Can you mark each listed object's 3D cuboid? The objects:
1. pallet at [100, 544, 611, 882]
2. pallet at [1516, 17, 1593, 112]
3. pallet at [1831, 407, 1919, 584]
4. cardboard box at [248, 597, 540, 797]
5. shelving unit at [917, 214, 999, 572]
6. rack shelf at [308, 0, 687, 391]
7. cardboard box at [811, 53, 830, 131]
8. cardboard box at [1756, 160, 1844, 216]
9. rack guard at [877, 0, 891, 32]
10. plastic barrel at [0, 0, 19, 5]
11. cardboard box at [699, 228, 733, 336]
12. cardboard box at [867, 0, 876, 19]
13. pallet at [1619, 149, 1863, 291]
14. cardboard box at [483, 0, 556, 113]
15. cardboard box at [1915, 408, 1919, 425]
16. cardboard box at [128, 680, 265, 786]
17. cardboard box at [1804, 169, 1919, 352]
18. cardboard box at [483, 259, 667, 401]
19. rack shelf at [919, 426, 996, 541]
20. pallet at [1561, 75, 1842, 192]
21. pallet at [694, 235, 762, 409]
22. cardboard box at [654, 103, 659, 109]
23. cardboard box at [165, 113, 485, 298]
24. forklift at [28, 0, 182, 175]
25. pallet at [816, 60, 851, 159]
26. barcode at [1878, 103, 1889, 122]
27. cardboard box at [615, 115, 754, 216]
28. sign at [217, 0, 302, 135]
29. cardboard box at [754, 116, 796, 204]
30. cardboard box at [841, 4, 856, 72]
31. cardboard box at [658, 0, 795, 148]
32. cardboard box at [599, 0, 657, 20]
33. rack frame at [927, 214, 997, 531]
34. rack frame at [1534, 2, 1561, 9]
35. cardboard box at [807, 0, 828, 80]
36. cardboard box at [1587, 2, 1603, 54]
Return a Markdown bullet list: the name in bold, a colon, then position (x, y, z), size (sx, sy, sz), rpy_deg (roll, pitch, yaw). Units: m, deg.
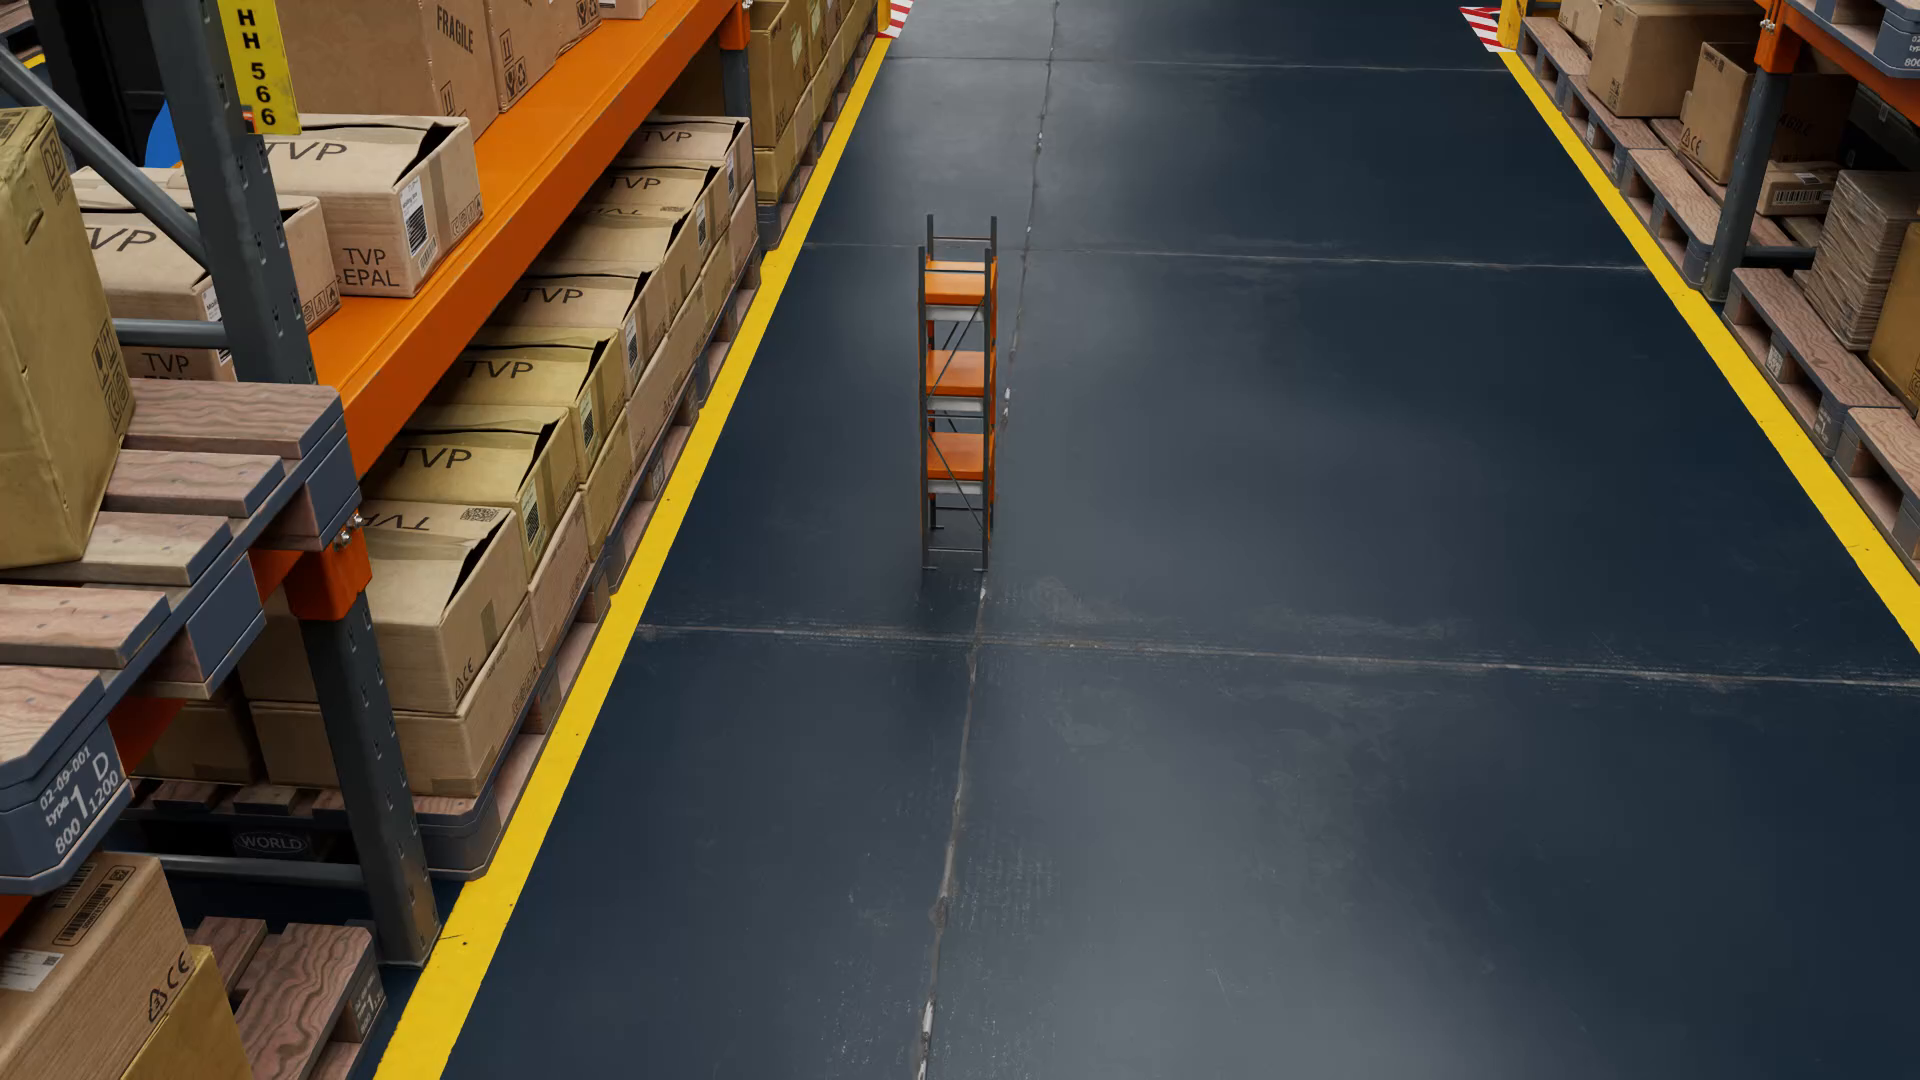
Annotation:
- **pallet**: position (-1.580, 0.384, 4.425), size (1.003, 0.211, 1.213), rpy_deg (2, 32, 4)
- **pallet**: position (3.795, -2.697, 9.426), size (1.003, 0.211, 1.213), rpy_deg (2, 32, 4)
- **pallet**: position (3.418, -0.022, 5.084), size (1.003, 0.211, 1.213), rpy_deg (2, 32, 4)
- **cardboard box**: position (-1.351, 0.357, 4.033), size (0.500, 0.250, 0.500), rpy_deg (2, 32, 4)
- **shelving unit**: position (-0.004, -0.419, 4.929), size (0.215, 1.050, 0.252), rpy_deg (2, 32, 4)
- **rack shelf**: position (-1.523, -1.197, 4.832), size (0.919, 0.124, 3.809), rpy_deg (2, 32, 4)
- **cardboard box**: position (-0.929, -2.226, 8.223), size (0.500, 0.250, 0.500), rpy_deg (2, 32, 4)
- **cardboard box**: position (3.591, -1.518, 7.135), size (0.380, 0.166, 0.250), rpy_deg (-2, 32, -2)
- **rack guard**: position (-1.033, -3.505, 10.462), size (1.175, 0.500, 0.348), rpy_deg (2, 32, 4)
- **plastic barrel**: position (-5.949, -3.543, 10.111), size (0.421, 0.512, 0.421), rpy_deg (0, 32, 0)
- **cardboard box**: position (-1.148, -0.980, 6.202), size (0.500, 0.250, 0.500), rpy_deg (2, 32, 3)
- **cardboard box**: position (-0.784, -3.272, 9.921), size (0.500, 0.250, 0.500), rpy_deg (2, 32, 4)
- **pallet**: position (3.596, -1.421, 7.355), size (1.003, 0.211, 1.213), rpy_deg (2, 32, 4)
- **cardboard box**: position (-1.523, -1.570, 4.843), size (0.500, 0.500, 0.500), rpy_deg (3, 32, 4)
- **cardboard box**: position (3.460, -0.456, 5.094), size (0.700, 0.500, 0.500), rpy_deg (3, 32, 5)
- **cardboard box**: position (-1.886, 0.332, 4.072), size (0.500, 0.250, 0.500), rpy_deg (3, 32, 5)
- **cardboard box**: position (3.534, -0.993, 5.966), size (0.700, 0.500, 0.500), rpy_deg (3, 32, 6)
- **cardboard box**: position (-1.231, -0.693, 5.201), size (0.500, 0.311, 0.500), rpy_deg (2, 32, 3)
- **rack shelf**: position (-0.004, -0.173, 5.081), size (0.215, 0.259, 0.240), rpy_deg (2, 32, 4)
- **pallet**: position (3.693, -2.061, 8.393), size (1.003, 0.211, 1.213), rpy_deg (2, 32, 4)
- **pallet**: position (-1.382, -0.891, 6.495), size (1.003, 0.211, 1.213), rpy_deg (2, 32, 4)
- **cardboard box**: position (-1.488, -2.306, 7.638), size (0.500, 0.500, 0.500), rpy_deg (2, 32, 4)
- **cardboard box**: position (-1.420, -0.795, 3.766), size (0.500, 0.311, 0.500), rpy_deg (2, 32, 3)
- **forklift**: position (-3.557, -2.482, 6.485), size (3.031, 2.935, 1.130), rpy_deg (4, 32, 7)
- **pallet**: position (-1.157, -2.332, 8.833), size (1.003, 0.211, 1.213), rpy_deg (2, 32, 4)
- **barcode**: position (3.860, -1.787, 6.949), size (0.001, 0.075, 0.075), rpy_deg (2, 32, 4)
- **cardboard box**: position (-1.108, -1.488, 6.492), size (0.500, 0.311, 0.500), rpy_deg (2, 32, 4)
- **sign**: position (-1.145, -0.815, 2.685), size (0.100, 0.325, 0.005), rpy_deg (2, 32, 4)
- **cardboard box**: position (-1.021, -1.703, 7.375), size (0.500, 0.250, 0.500), rpy_deg (2, 32, 4)
- **cardboard box**: position (-0.852, -2.749, 9.072), size (0.500, 0.250, 0.500), rpy_deg (2, 32, 4)
- **cardboard box**: position (-1.011, -2.022, 7.178), size (0.500, 0.500, 0.500), rpy_deg (2, 32, 4)
- **cardboard box**: position (-1.249, -1.941, 5.668), size (0.396, 0.266, 0.258), rpy_deg (2, 32, 3)
- **rack frame**: position (0.006, -0.483, 5.033), size (0.200, 1.050, 0.008), rpy_deg (2, 32, 4)
- **rack frame**: position (3.899, -4.348, 9.446), size (0.949, 2.616, 0.053), rpy_deg (2, 32, 4)
- **cardboard box**: position (-0.929, -2.545, 8.026), size (0.500, 0.500, 0.500), rpy_deg (2, 32, 4)
- **cardboard box**: position (3.710, -2.734, 8.971), size (0.500, 0.311, 0.500), rpy_deg (5, 32, 8)
